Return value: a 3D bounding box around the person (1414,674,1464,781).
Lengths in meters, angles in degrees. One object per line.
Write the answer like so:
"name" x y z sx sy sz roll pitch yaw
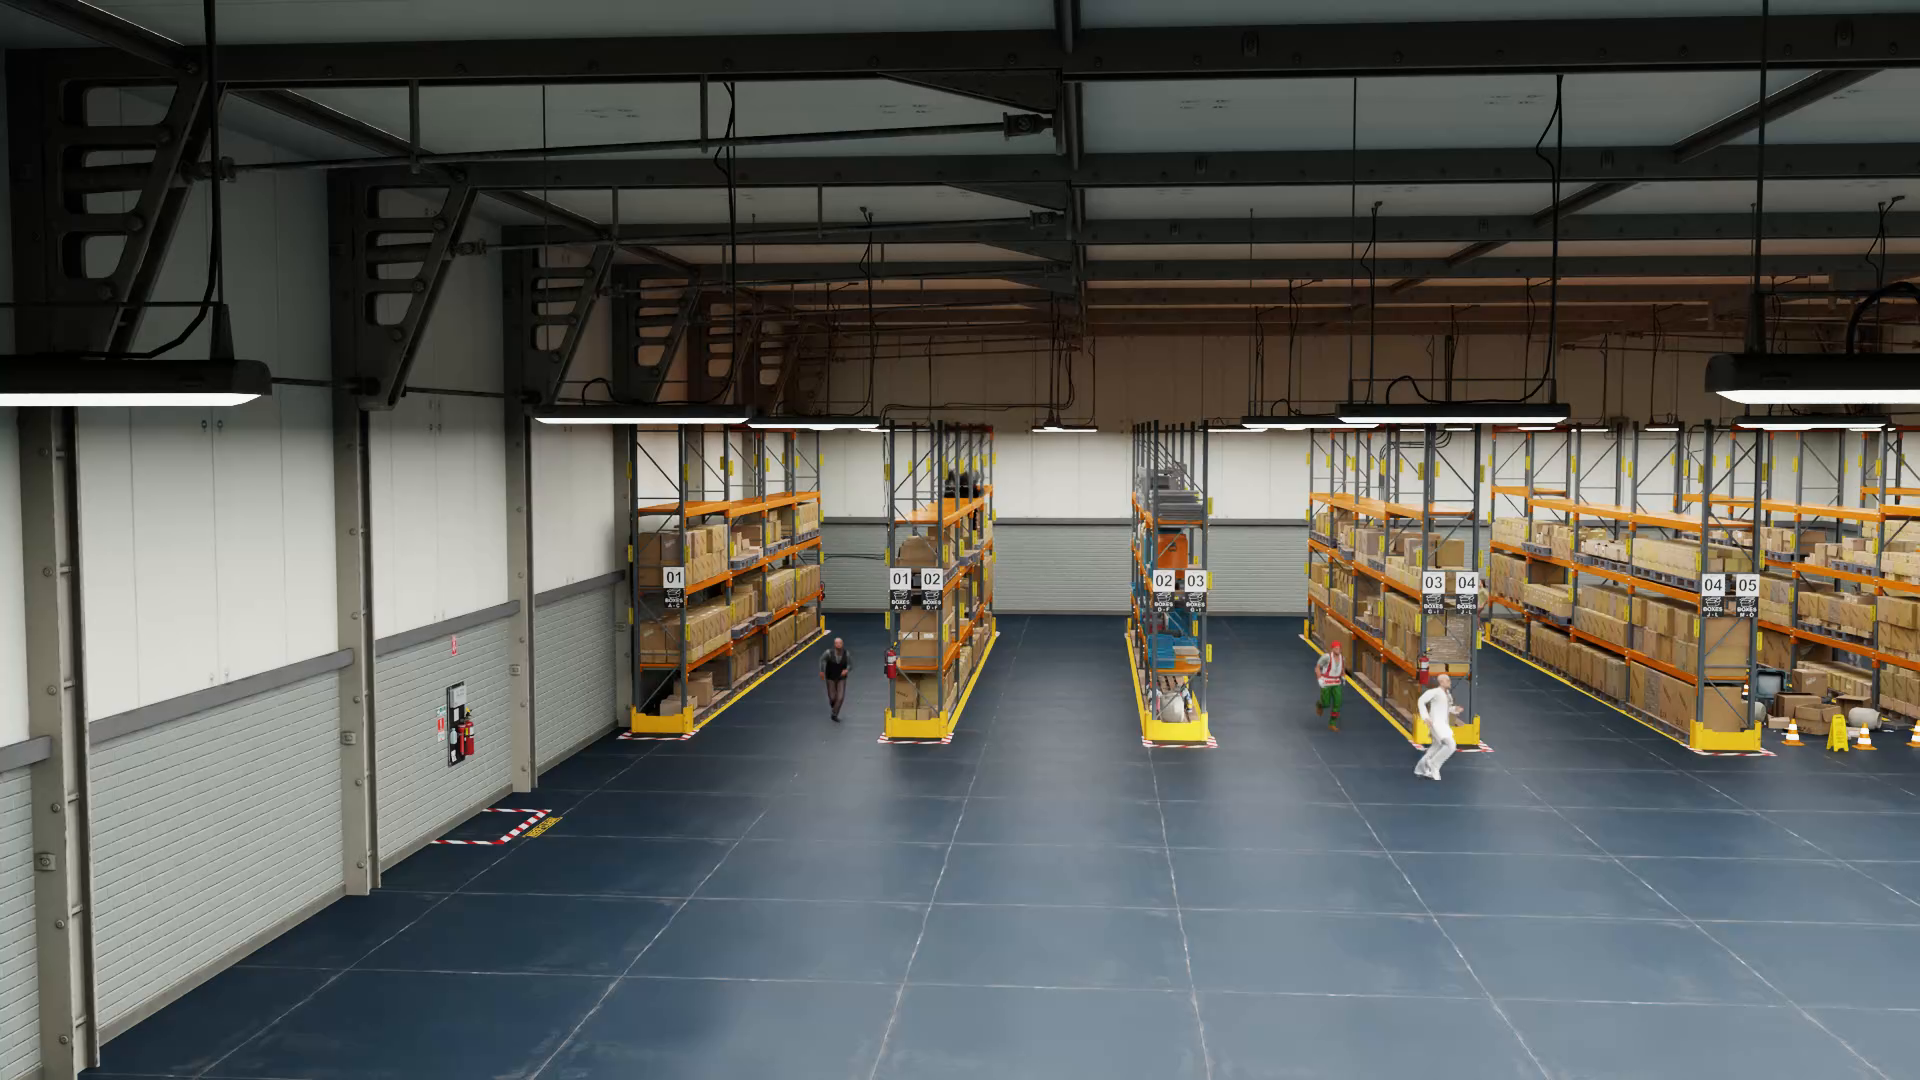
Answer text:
"person" 7.940 3.101 27.553 0.799 1.762 0.691 3 4 36

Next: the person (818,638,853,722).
"person" -2.481 2.798 33.298 0.693 1.678 0.682 -1 4 -9

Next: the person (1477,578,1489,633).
"person" 14.847 1.917 47.628 0.577 1.648 0.595 1 4 15

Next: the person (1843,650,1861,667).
"person" 21.849 2.311 40.706 0.625 1.658 0.591 0 4 0

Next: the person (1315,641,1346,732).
"person" 7.208 2.819 32.398 0.662 1.759 0.895 -1 4 -14
